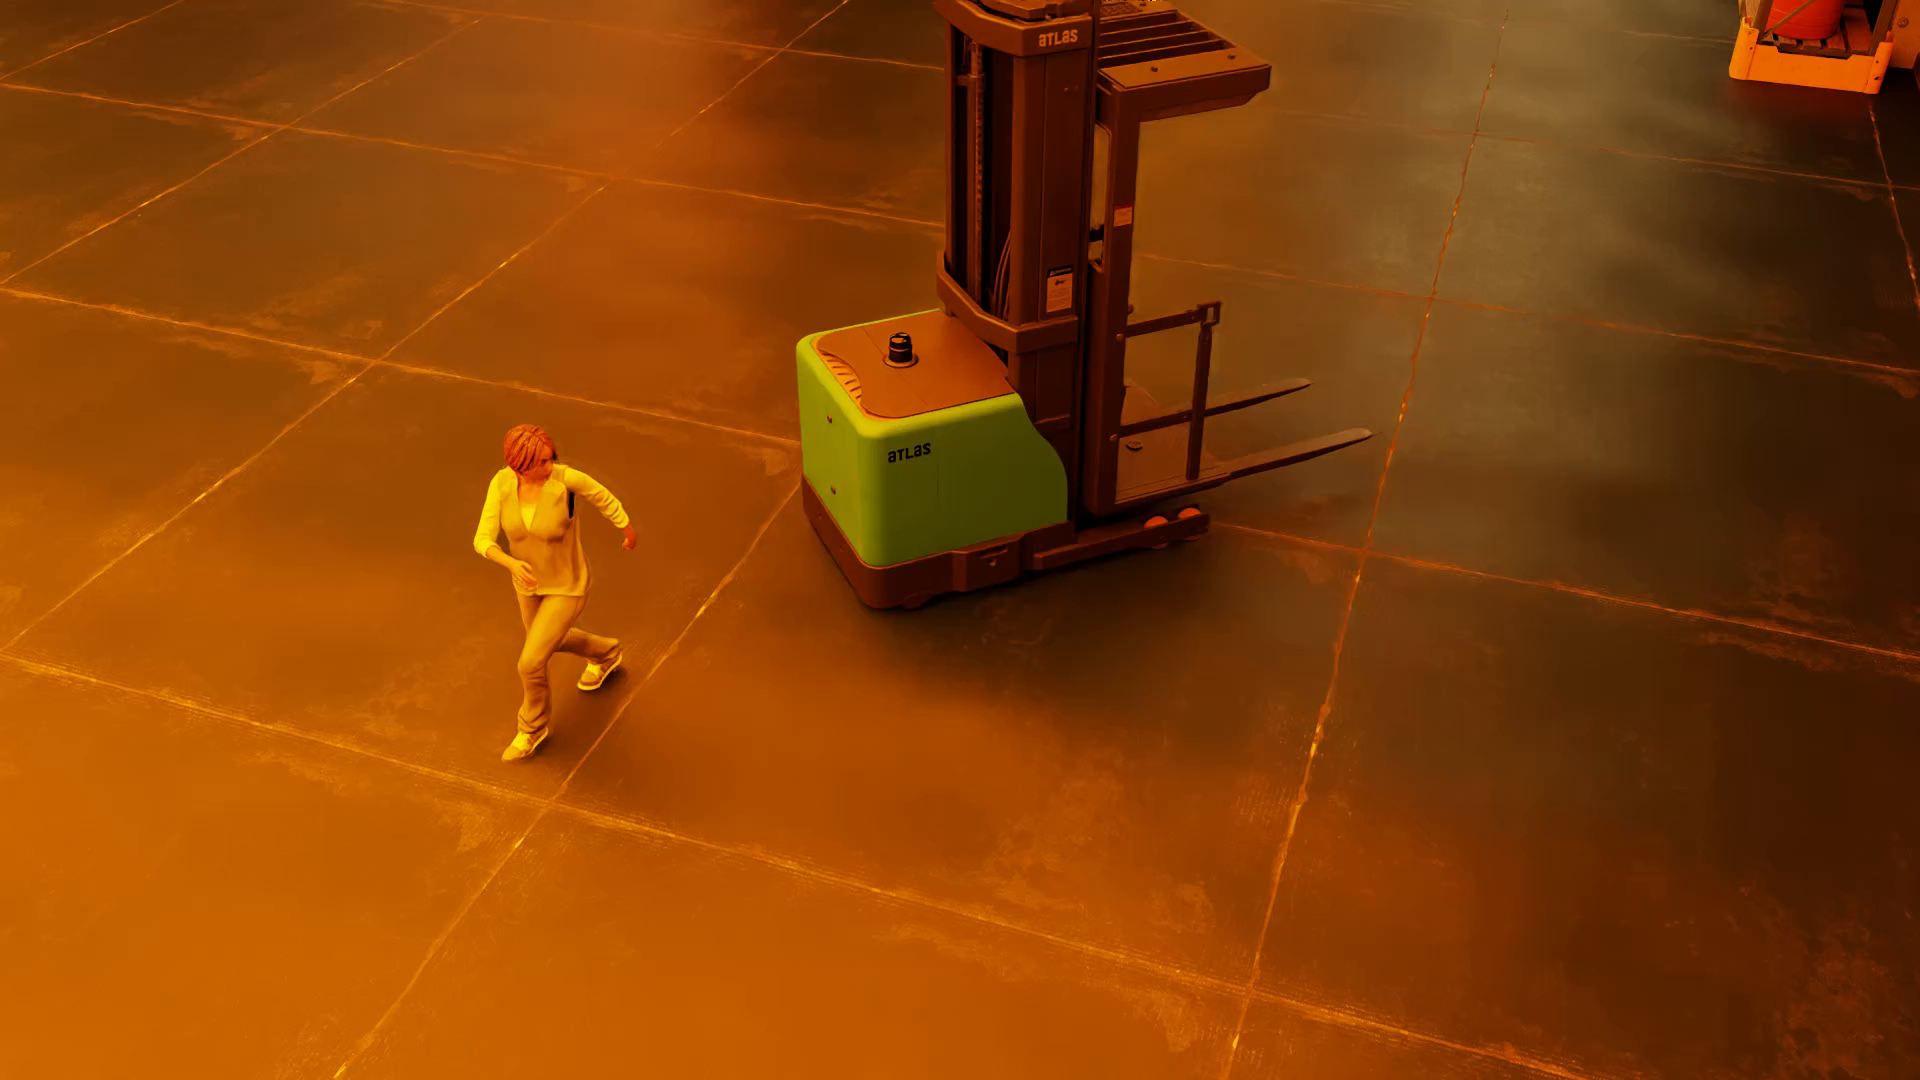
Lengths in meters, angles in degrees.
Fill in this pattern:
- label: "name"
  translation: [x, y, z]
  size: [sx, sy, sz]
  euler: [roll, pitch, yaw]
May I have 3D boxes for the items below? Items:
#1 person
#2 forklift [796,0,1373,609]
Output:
- label: "person"
  translation: [-1.755, 0.178, 7.113]
  size: [0.428, 1.528, 0.825]
  euler: [16, 38, 21]
- label: "forklift"
  translation: [0.739, -1.415, 8.106]
  size: [3.031, 2.935, 1.130]
  euler: [-14, 38, -19]
